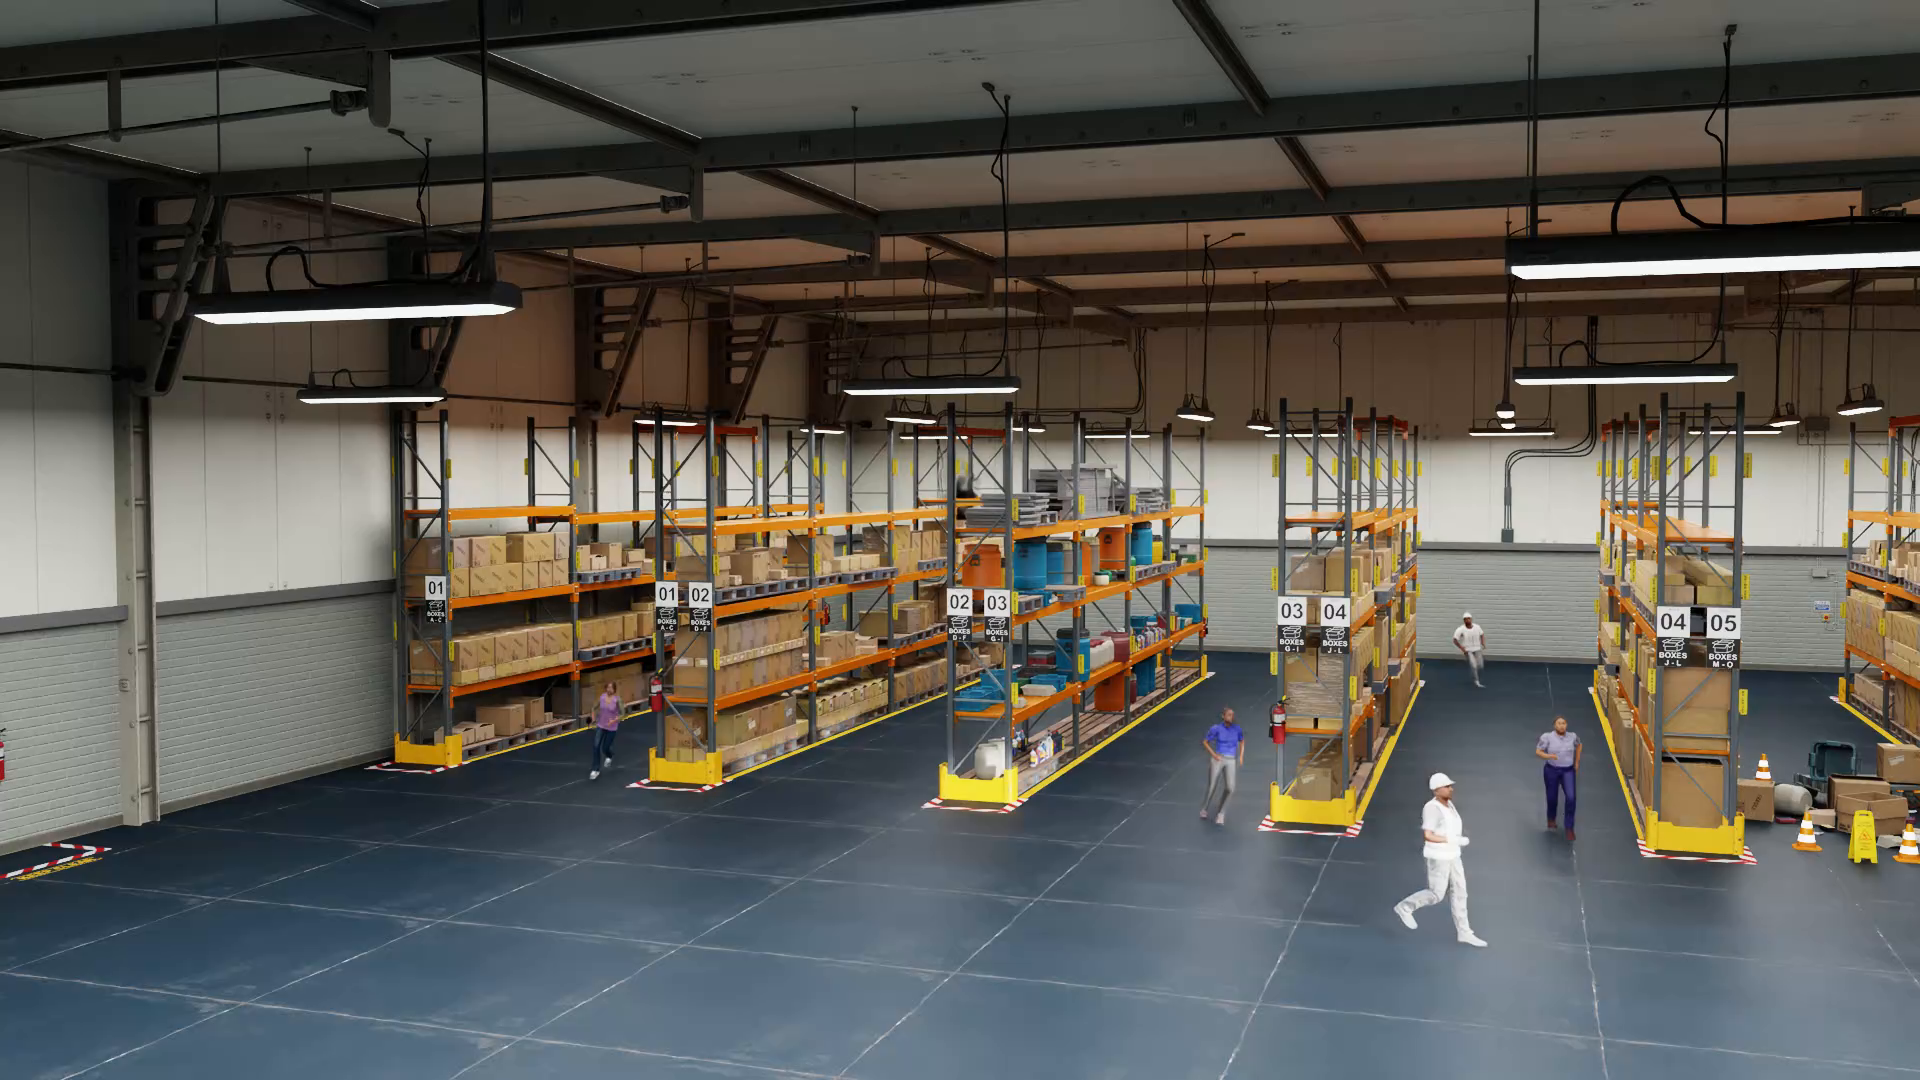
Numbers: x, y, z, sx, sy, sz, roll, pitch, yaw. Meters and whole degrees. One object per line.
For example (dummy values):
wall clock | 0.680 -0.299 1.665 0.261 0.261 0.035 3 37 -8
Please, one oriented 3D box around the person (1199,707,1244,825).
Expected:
person | 3.742 3.190 23.555 0.658 1.657 0.662 0 2 -4

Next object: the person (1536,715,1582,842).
person | 8.180 3.227 22.720 0.624 1.676 0.818 1 3 12

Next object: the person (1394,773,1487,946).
person | 5.069 3.341 17.507 0.980 1.774 0.682 2 3 39

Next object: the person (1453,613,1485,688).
person | 11.671 2.516 38.074 0.751 1.699 0.543 0 2 -3

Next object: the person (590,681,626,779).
person | -5.734 3.074 27.140 0.583 1.574 0.735 0 2 6
